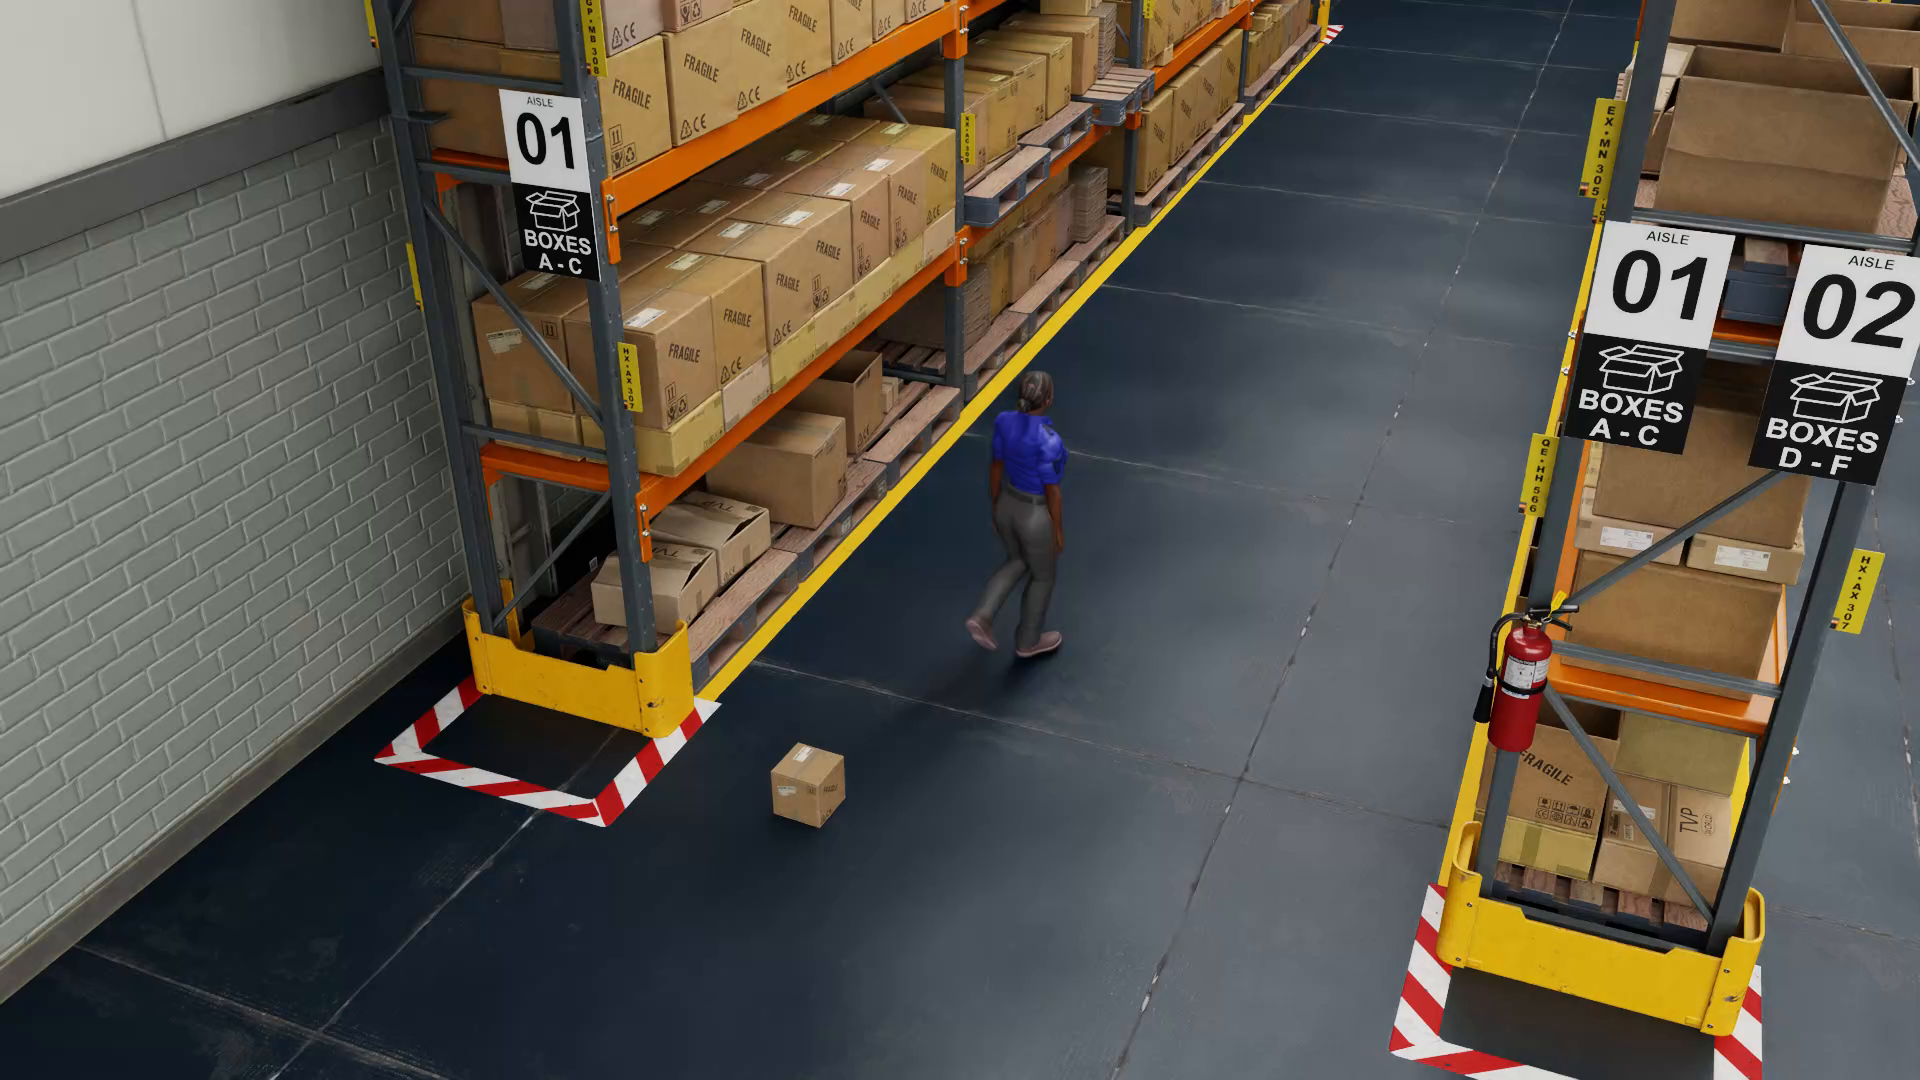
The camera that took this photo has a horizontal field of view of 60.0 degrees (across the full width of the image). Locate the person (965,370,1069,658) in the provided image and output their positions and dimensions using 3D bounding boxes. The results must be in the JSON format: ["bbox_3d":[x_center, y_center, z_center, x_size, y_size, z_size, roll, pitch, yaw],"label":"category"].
[{"bbox_3d":[0.303,-0.102,8.529,0.545,1.642,0.455,-24,38,-36],"label":"person"}]
